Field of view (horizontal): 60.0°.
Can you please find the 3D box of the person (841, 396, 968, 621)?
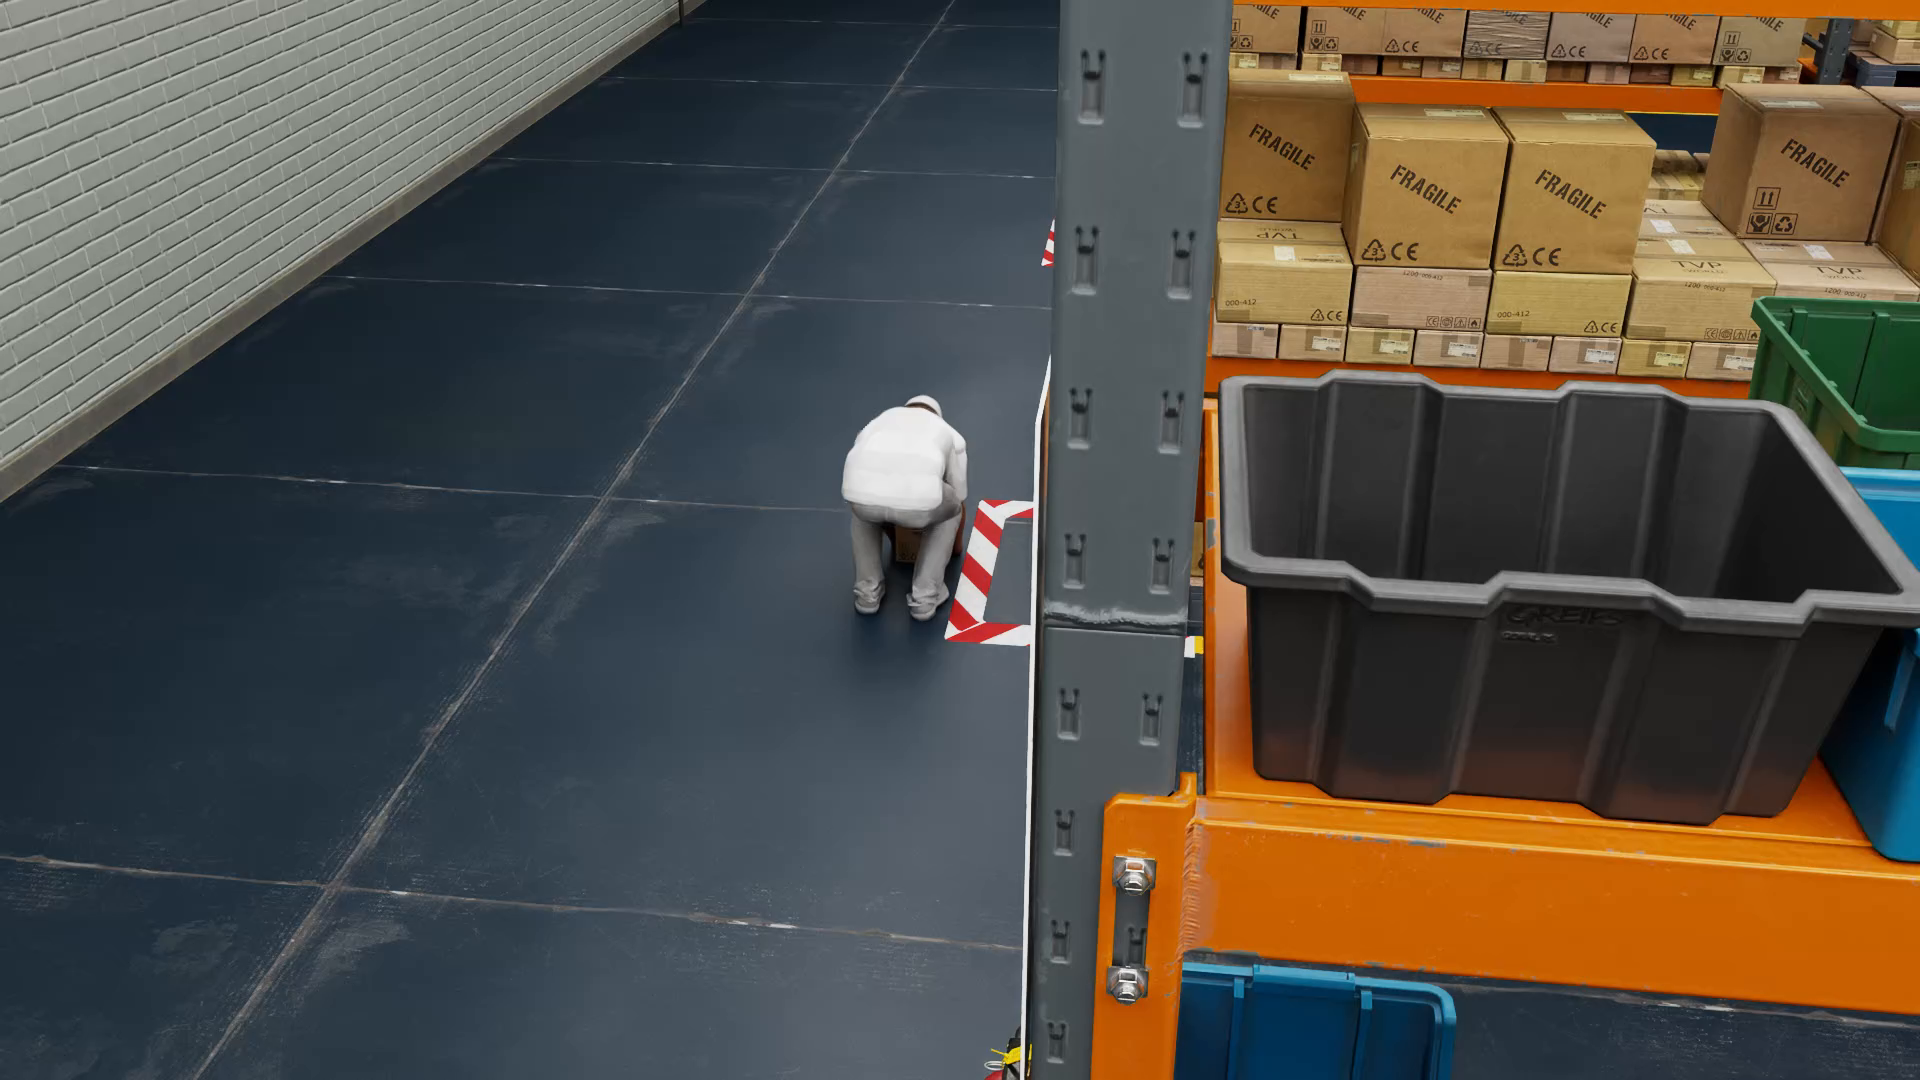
[{"bbox_3d":[-0.243,-0.172,7.397,0.513,0.874,0.980,5,29,9],"label":"person"}]
